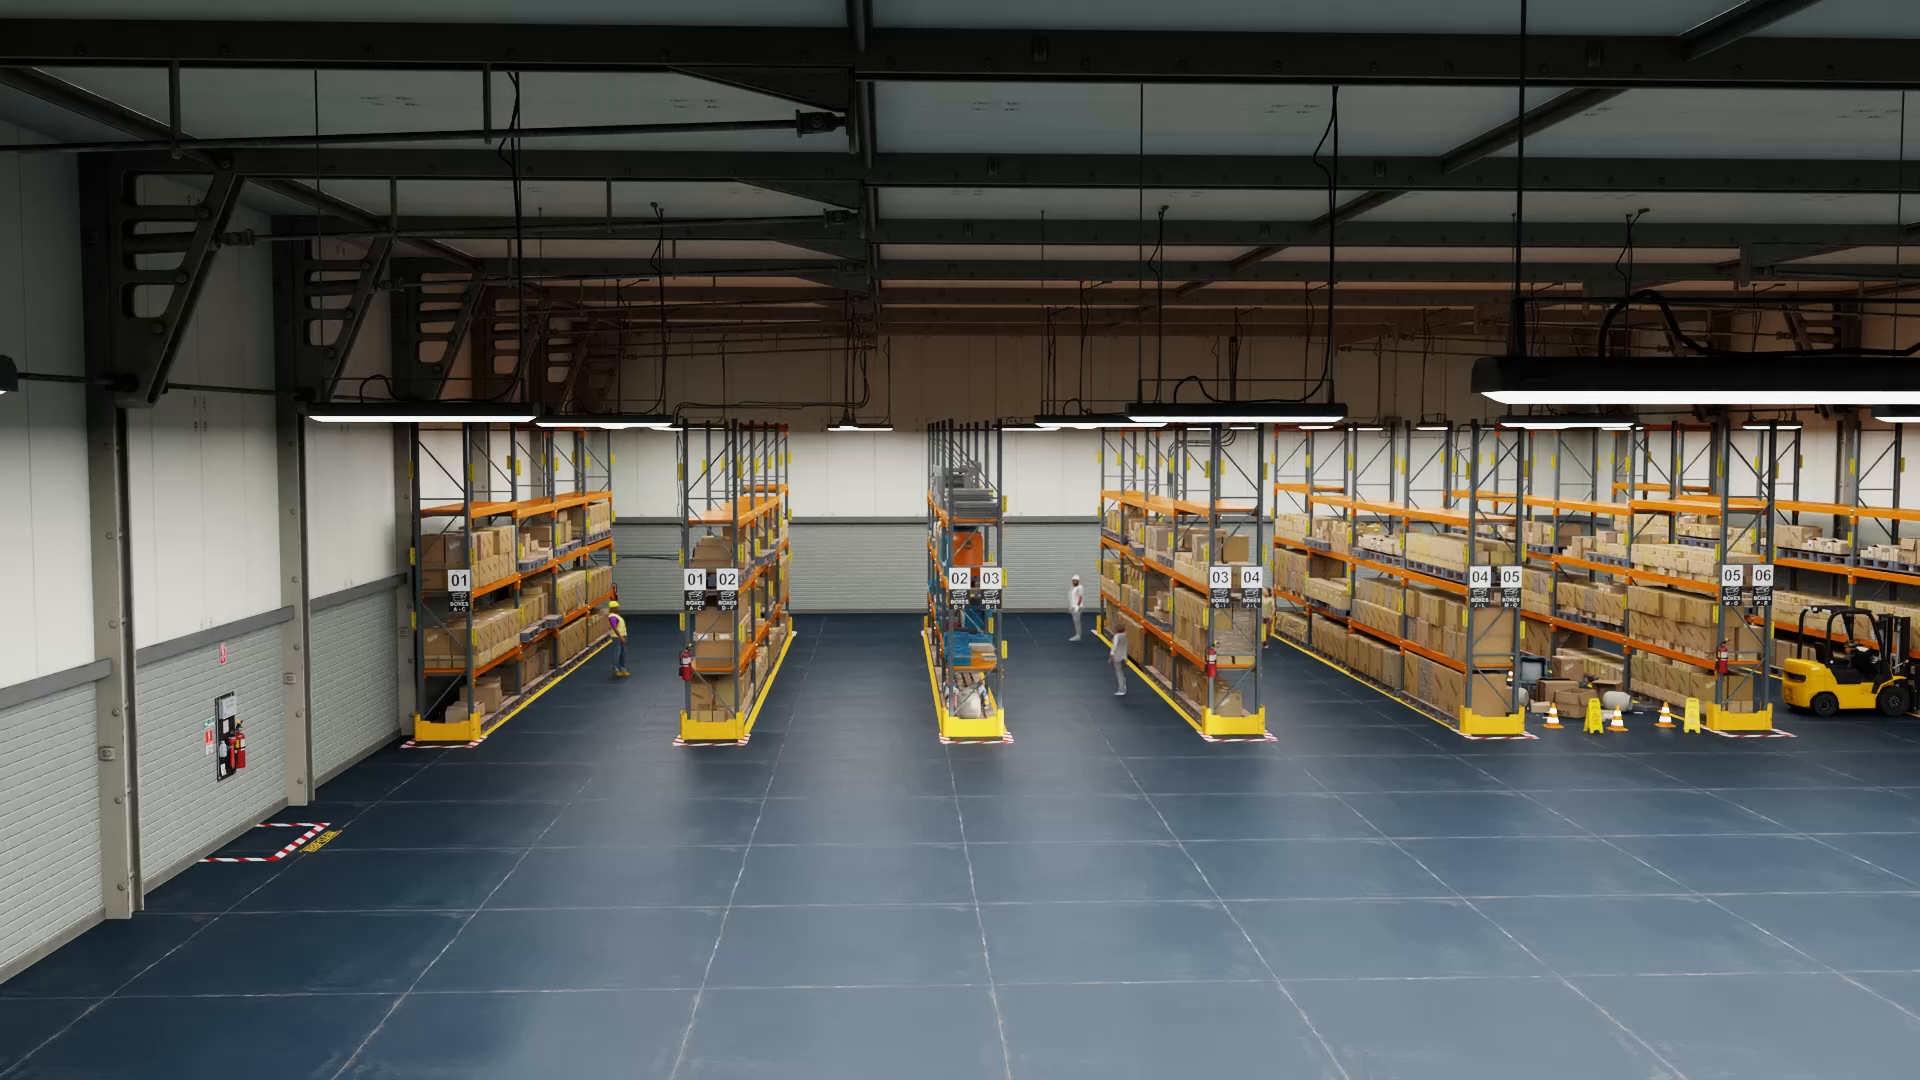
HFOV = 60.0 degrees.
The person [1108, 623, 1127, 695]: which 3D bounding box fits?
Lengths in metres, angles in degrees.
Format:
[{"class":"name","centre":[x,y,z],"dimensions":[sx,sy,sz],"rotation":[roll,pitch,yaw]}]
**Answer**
[{"class":"person","centre":[3.469,2.600,36.287],"dimensions":[0.443,1.611,0.433],"rotation":[-3,5,-41]}]

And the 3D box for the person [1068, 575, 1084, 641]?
[{"class":"person","centre":[3.159,1.853,45.423],"dimensions":[0.382,1.784,0.602],"rotation":[-1,4,-11]}]

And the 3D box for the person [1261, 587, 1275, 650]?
[{"class":"person","centre":[8.117,2.084,44.074],"dimensions":[0.462,1.682,0.592],"rotation":[0,4,5]}]

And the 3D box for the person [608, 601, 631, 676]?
[{"class":"person","centre":[-8.045,2.337,39.328],"dimensions":[0.618,1.790,0.653],"rotation":[1,4,21]}]
